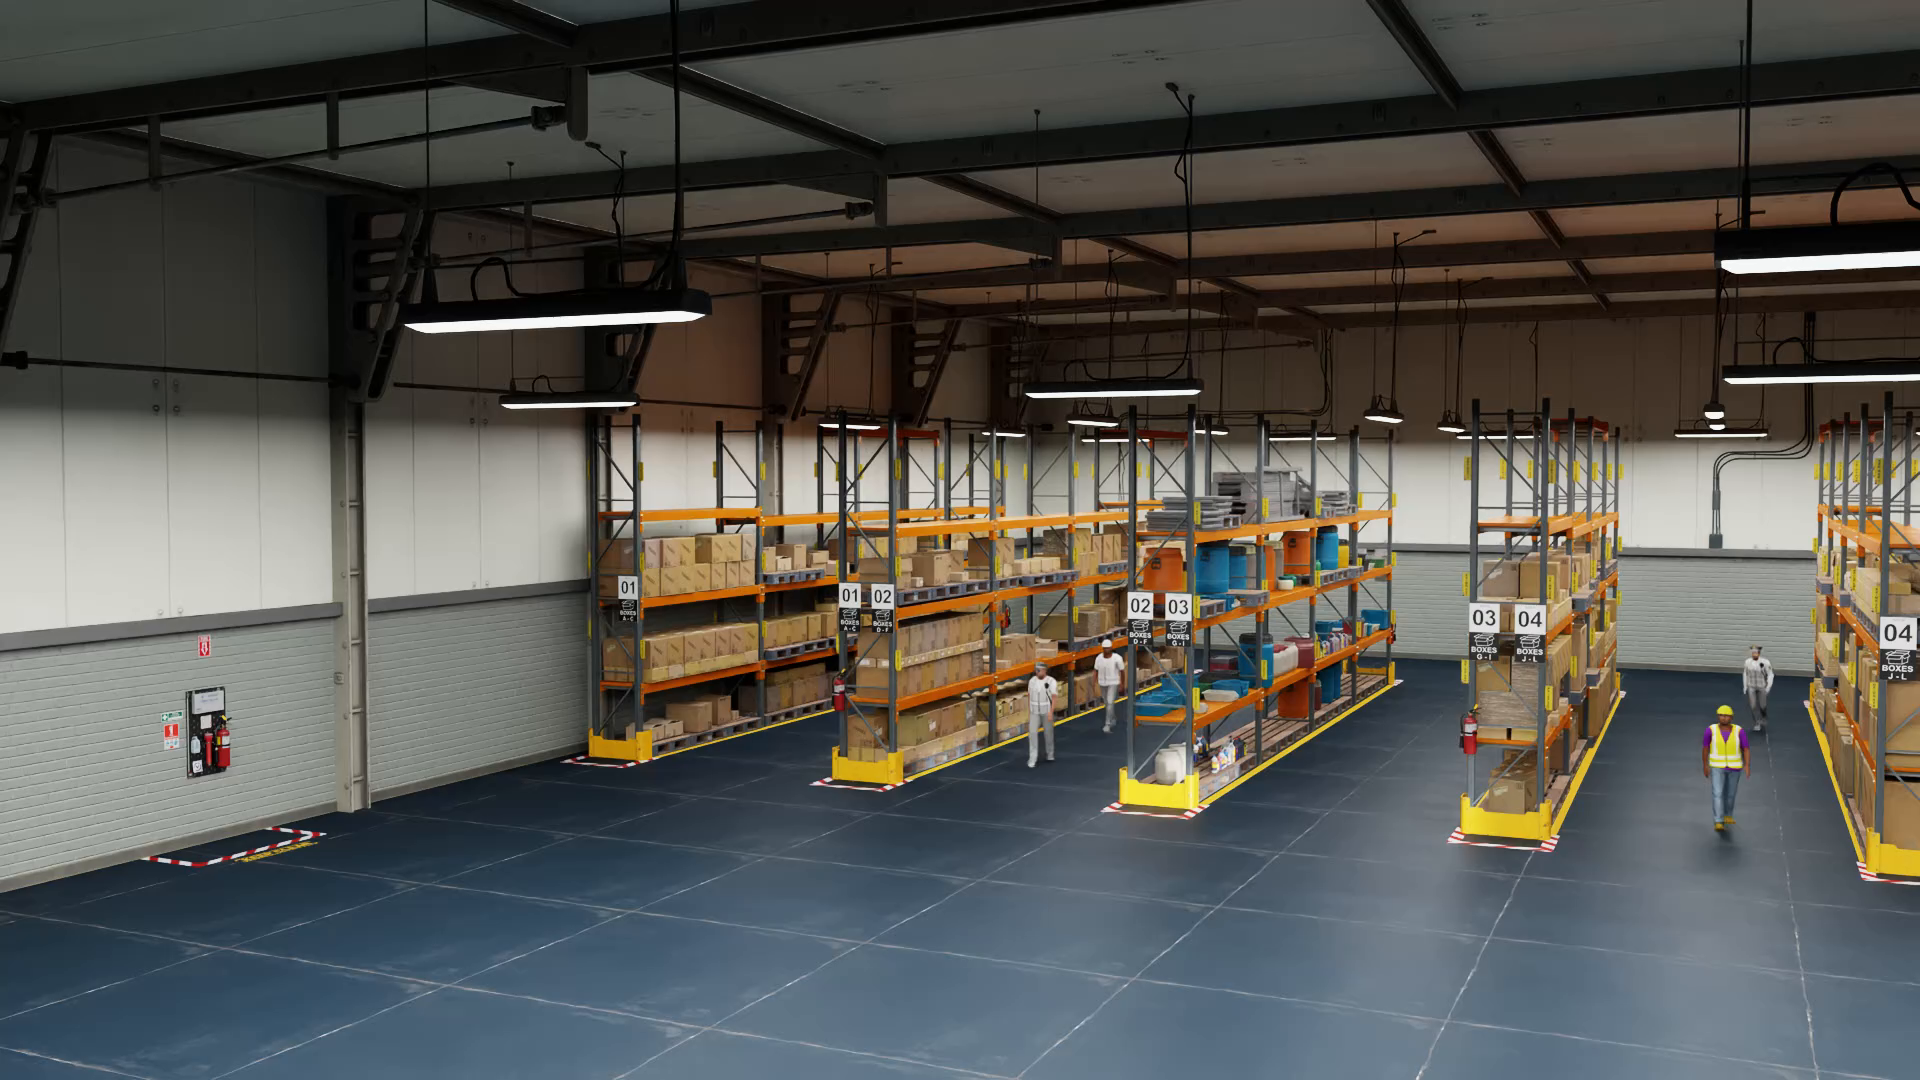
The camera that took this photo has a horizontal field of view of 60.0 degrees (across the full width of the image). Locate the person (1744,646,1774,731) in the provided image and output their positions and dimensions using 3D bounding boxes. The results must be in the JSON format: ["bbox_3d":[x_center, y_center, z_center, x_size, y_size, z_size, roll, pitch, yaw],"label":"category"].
[{"bbox_3d":[15.509,2.856,32.281,0.550,1.655,0.564,2,3,38],"label":"person"}]

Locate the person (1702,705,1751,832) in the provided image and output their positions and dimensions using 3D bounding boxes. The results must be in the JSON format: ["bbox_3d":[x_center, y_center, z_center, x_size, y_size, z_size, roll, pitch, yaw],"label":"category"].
[{"bbox_3d":[10.675,3.170,23.146,0.595,1.716,1.031,1,2,20],"label":"person"}]

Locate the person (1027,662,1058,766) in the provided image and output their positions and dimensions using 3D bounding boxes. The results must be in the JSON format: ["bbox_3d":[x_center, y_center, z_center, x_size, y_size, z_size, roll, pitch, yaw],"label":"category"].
[{"bbox_3d":[1.389,2.946,28.453,0.555,1.729,0.881,1,2,17],"label":"person"}]

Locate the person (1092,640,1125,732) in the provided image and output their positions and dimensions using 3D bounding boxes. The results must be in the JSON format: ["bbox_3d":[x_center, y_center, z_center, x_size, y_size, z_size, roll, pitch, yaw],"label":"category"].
[{"bbox_3d":[2.830,2.788,32.124,0.587,1.720,0.925,2,3,35],"label":"person"}]
